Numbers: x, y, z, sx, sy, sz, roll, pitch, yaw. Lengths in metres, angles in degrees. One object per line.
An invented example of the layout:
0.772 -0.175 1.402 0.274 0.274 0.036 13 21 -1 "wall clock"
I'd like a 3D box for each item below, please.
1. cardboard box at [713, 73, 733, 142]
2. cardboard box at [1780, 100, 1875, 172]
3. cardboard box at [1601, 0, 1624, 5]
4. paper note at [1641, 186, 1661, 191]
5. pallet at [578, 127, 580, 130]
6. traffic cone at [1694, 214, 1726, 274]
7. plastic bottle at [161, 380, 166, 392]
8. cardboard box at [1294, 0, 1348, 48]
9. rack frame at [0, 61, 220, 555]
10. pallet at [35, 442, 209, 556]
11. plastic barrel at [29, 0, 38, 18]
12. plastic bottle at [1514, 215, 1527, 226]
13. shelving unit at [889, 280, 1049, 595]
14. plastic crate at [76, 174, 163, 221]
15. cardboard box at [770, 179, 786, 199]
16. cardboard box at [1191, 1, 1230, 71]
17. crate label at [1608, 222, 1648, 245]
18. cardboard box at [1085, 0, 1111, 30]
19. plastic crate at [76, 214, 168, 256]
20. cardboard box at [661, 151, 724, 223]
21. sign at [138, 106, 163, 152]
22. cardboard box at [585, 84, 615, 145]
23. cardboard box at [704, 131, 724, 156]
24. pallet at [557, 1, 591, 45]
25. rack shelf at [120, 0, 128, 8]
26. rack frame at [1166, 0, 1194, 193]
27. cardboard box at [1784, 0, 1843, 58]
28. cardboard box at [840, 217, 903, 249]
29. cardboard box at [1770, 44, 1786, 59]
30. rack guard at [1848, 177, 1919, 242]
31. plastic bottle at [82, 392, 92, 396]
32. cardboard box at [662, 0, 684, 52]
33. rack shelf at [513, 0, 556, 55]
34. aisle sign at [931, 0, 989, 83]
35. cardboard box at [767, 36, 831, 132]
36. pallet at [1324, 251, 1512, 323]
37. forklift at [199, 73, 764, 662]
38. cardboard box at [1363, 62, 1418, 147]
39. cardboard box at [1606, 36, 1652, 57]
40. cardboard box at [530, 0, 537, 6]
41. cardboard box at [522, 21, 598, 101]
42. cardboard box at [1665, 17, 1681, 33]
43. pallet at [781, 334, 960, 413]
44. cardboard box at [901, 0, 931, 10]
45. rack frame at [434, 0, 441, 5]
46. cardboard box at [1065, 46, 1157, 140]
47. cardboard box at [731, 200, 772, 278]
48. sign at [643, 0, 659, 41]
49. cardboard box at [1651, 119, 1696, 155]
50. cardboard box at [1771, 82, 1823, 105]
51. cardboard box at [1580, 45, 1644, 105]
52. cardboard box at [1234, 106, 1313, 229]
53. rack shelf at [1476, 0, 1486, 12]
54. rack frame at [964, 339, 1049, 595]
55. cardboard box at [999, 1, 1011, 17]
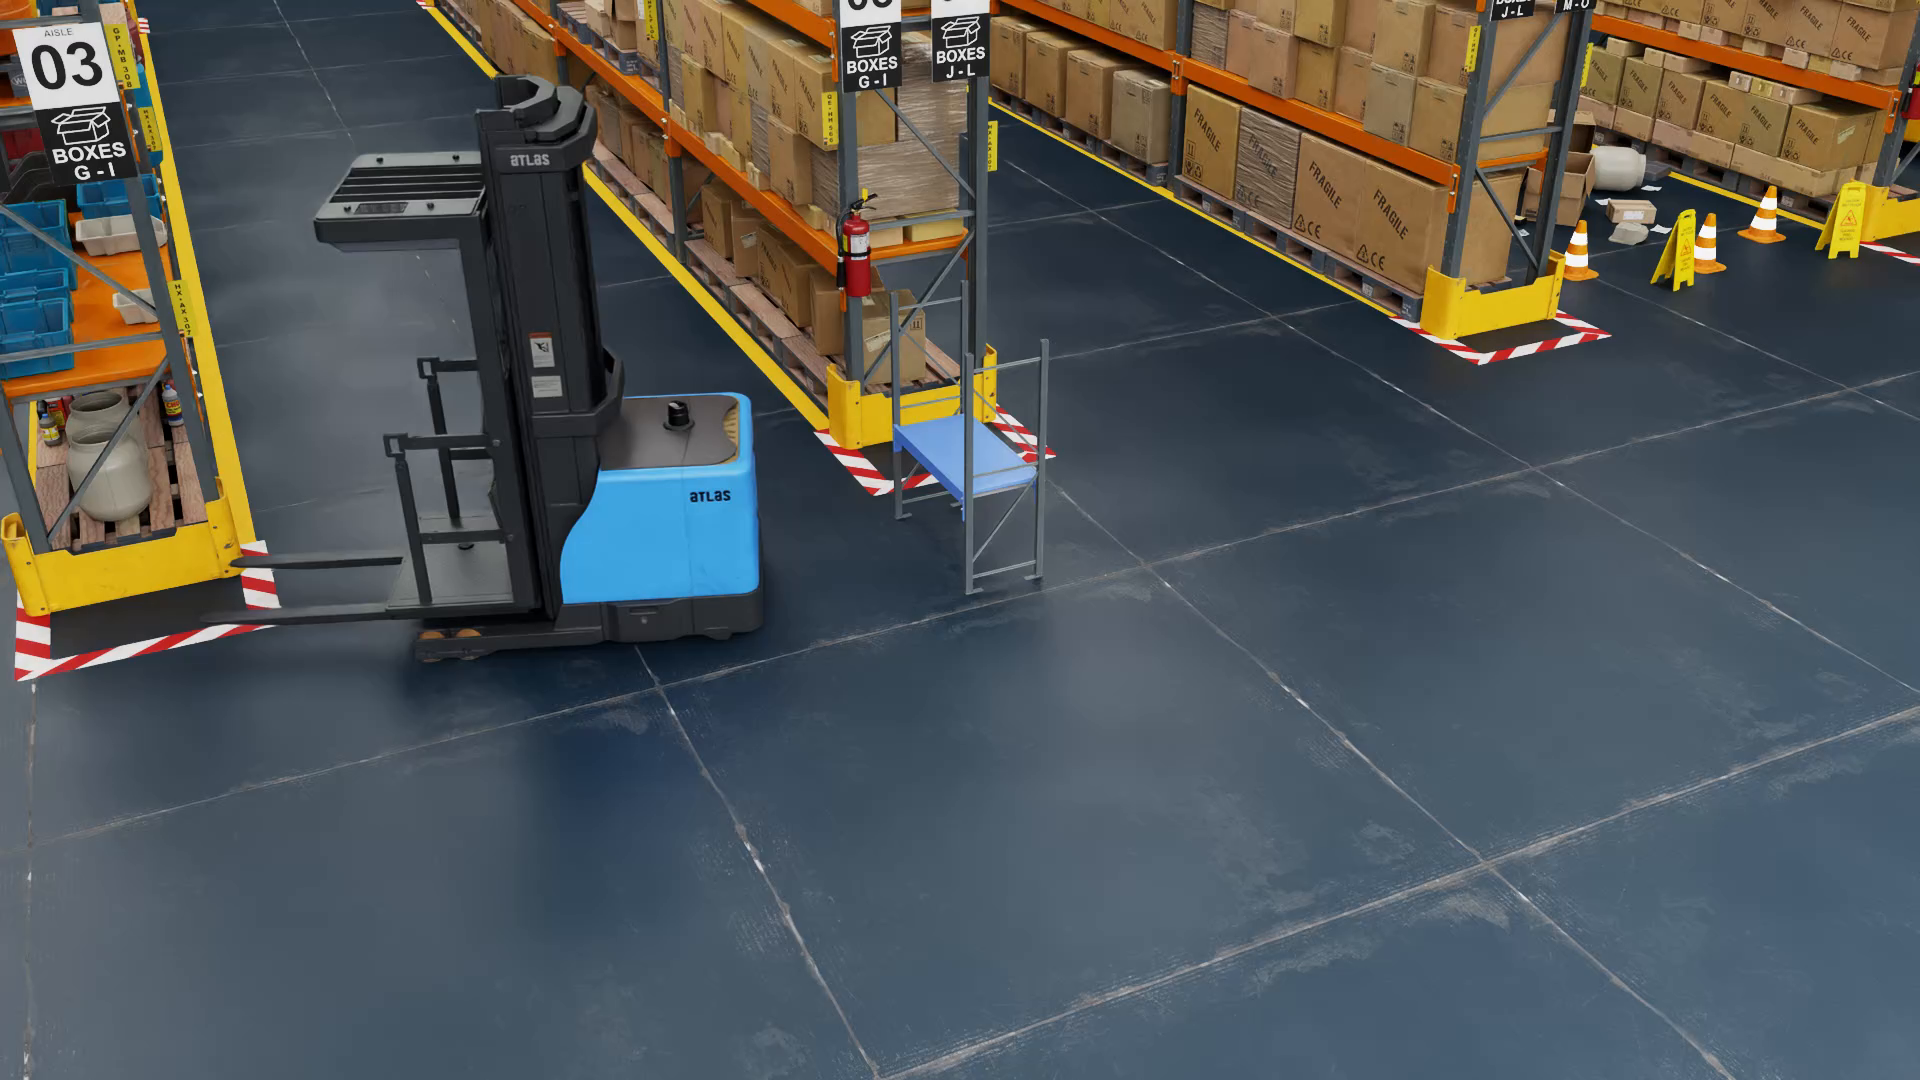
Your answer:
-1.385 -3.378 12.773 0.875 0.500 0.500 -13 32 -22 "cardboard box"
8.077 -3.768 15.491 0.500 0.500 0.500 -13 32 -22 "cardboard box"
6.877 -5.845 17.174 0.500 0.500 0.500 -13 32 -22 "cardboard box"
6.812 -3.468 16.377 0.148 0.019 0.142 26 38 38 "paper note"
-3.998 -4.759 18.493 1.003 0.211 1.213 -13 32 -22 "pallet"
6.450 -2.587 14.363 0.336 0.463 0.334 -13 32 -22 "traffic cone"
-5.411 -1.057 11.380 0.097 0.271 0.097 0 29 0 "plastic bottle"
3.323 -4.489 13.903 0.875 0.550 0.500 -13 32 -22 "cardboard box"
-4.767 -1.037 9.005 1.000 3.000 0.127 -13 32 -22 "rack frame"
-5.186 -0.204 10.372 1.003 0.211 1.213 -13 32 -22 "pallet"
-5.371 -3.087 8.973 0.600 0.588 0.600 0 29 0 "plastic barrel"
5.123 -2.993 15.498 0.283 0.061 0.133 26 38 38 "plastic bottle"
0.037 -0.616 9.789 0.538 1.500 1.048 -13 32 -22 "shelving unit"
-5.764 -2.307 11.423 0.499 0.251 0.616 -13 32 -22 "plastic crate"
-1.154 -2.599 12.047 0.380 0.149 0.250 -13 32 -22 "cardboard box"
2.681 -4.746 15.466 0.875 0.550 0.550 -13 32 -22 "cardboard box"
6.057 -2.779 15.039 0.298 0.136 0.250 19 34 30 "crate label"
1.613 -5.505 16.871 0.500 0.500 0.500 -13 32 -21 "cardboard box"
-5.558 -2.025 11.037 0.530 0.136 0.437 -13 32 -22 "plastic crate"
-2.255 -3.221 15.006 0.700 0.500 0.500 -16 33 -26 "cardboard box"
-5.983 -3.035 12.286 0.100 0.325 0.005 -13 32 -22 "sign"
-3.422 -4.421 17.145 0.700 0.500 0.500 -15 33 -25 "cardboard box"
-1.776 -3.131 12.996 0.380 0.149 0.250 -13 32 -22 "cardboard box"
-3.326 -5.235 16.687 1.213 0.211 1.003 -13 32 -22 "pallet"
-9.060 -5.141 17.059 1.077 0.370 4.000 -13 32 -22 "rack shelf"
2.512 -4.841 15.789 1.000 3.000 0.127 -13 32 -22 "rack frame"
7.964 -4.735 15.194 0.500 0.500 0.500 -13 32 -22 "cardboard box"
-0.602 -2.050 11.069 0.380 0.149 0.250 -13 32 -22 "cardboard box"
7.882 -4.625 15.661 0.380 0.149 0.250 -13 32 -21 "cardboard box"
8.624 -3.101 15.242 1.175 0.500 0.348 -13 32 -22 "rack guard"
-6.126 -1.135 11.515 0.152 0.276 0.135 -13 32 -22 "plastic bottle"
-2.047 -4.201 13.220 0.500 0.500 0.500 -13 32 -22 "cardboard box"
-4.587 -6.181 18.914 1.077 0.370 4.000 -13 32 -22 "rack shelf"
0.004 -3.246 10.288 0.394 0.787 0.004 -13 32 -22 "aisle sign"
-0.973 -3.097 11.251 0.500 0.500 0.500 -13 32 -22 "cardboard box"
3.815 -2.194 13.920 1.003 0.211 1.213 -13 32 -22 "pallet"
-2.646 -0.887 8.808 3.031 2.935 1.130 -3 29 -6 "forklift"
3.773 -3.532 13.301 0.875 0.550 0.550 -13 32 -22 "cardboard box"
6.948 -5.133 17.263 0.380 0.149 0.250 -13 32 -21 "cardboard box"
-4.372 -6.042 17.828 0.500 0.500 0.500 -13 32 -22 "cardboard box"
-4.006 -5.176 18.130 1.225 0.875 0.875 -15 32 -24 "cardboard box"
7.299 -5.169 16.631 0.380 0.149 0.250 -13 32 -22 "cardboard box"
-0.643 -1.261 12.255 1.003 0.211 1.213 -13 32 -22 "pallet"
-0.267 -3.587 10.639 0.500 0.250 0.500 -12 31 -21 "cardboard box"
-7.162 -9.145 23.464 1.000 3.000 0.127 -13 32 -22 "rack frame"
1.754 -4.725 17.453 1.050 0.750 0.750 -13 32 -22 "cardboard box"
-1.623 -2.500 13.741 0.500 0.500 0.500 -3 29 -6 "cardboard box"
-2.511 -4.231 13.517 0.100 0.325 0.005 -13 32 -22 "sign"
7.418 -4.124 16.892 0.500 0.250 0.500 -14 32 -23 "cardboard box"
7.859 -4.199 15.596 0.380 0.149 0.250 -12 31 -21 "cardboard box"
6.949 -4.918 17.542 0.500 0.500 0.500 -12 31 -20 "cardboard box"
3.109 -3.407 14.975 0.875 0.875 0.875 -13 32 -22 "cardboard box"
3.371 -4.952 13.655 1.077 0.370 4.000 -13 32 -22 "rack shelf"
0.255 -0.392 9.388 0.500 1.500 0.032 -13 32 -22 "rack frame"
0.265 -6.275 19.706 0.500 0.250 0.500 -14 32 -23 "cardboard box"
